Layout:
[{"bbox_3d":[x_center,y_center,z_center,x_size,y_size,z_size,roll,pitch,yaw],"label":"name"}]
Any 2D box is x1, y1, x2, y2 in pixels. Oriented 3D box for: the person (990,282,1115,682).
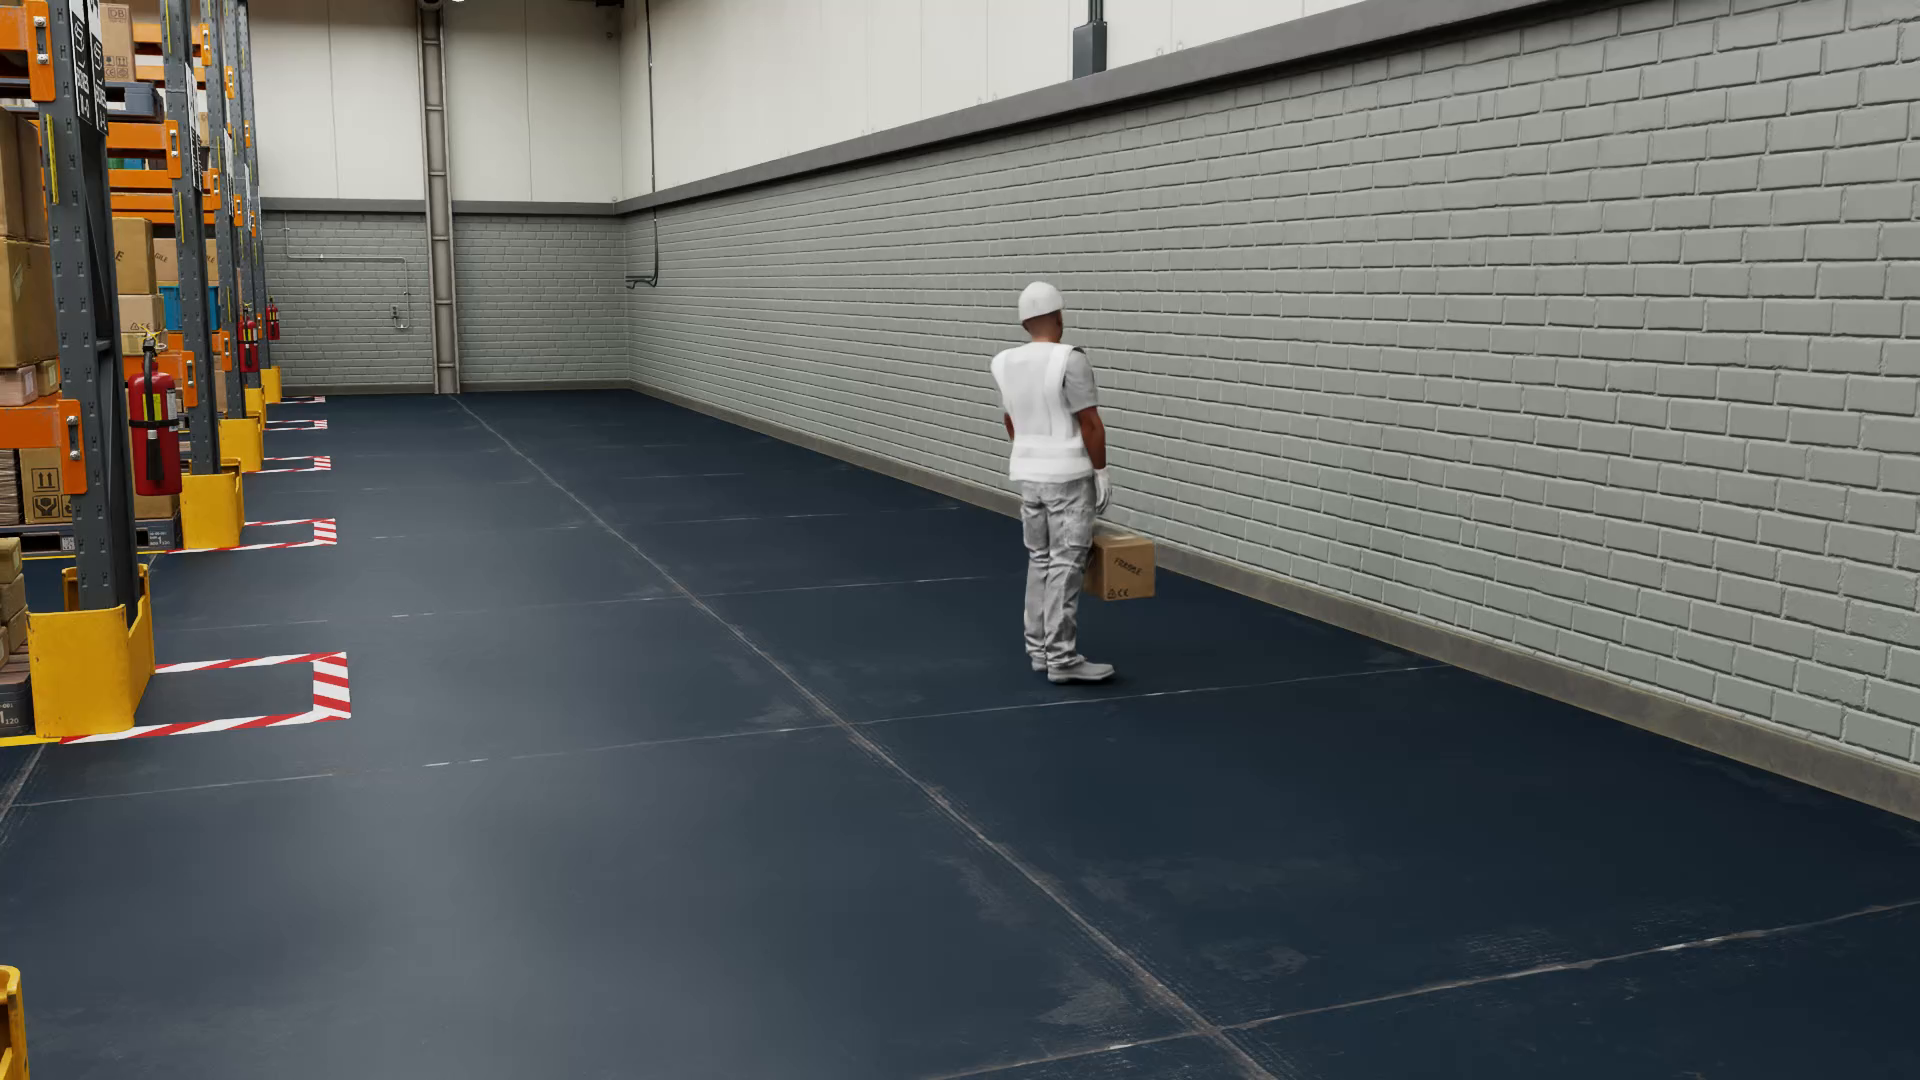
[{"bbox_3d":[0.460,-0.270,7.548,0.461,1.782,0.623,-8,12,-44],"label":"person"}]
